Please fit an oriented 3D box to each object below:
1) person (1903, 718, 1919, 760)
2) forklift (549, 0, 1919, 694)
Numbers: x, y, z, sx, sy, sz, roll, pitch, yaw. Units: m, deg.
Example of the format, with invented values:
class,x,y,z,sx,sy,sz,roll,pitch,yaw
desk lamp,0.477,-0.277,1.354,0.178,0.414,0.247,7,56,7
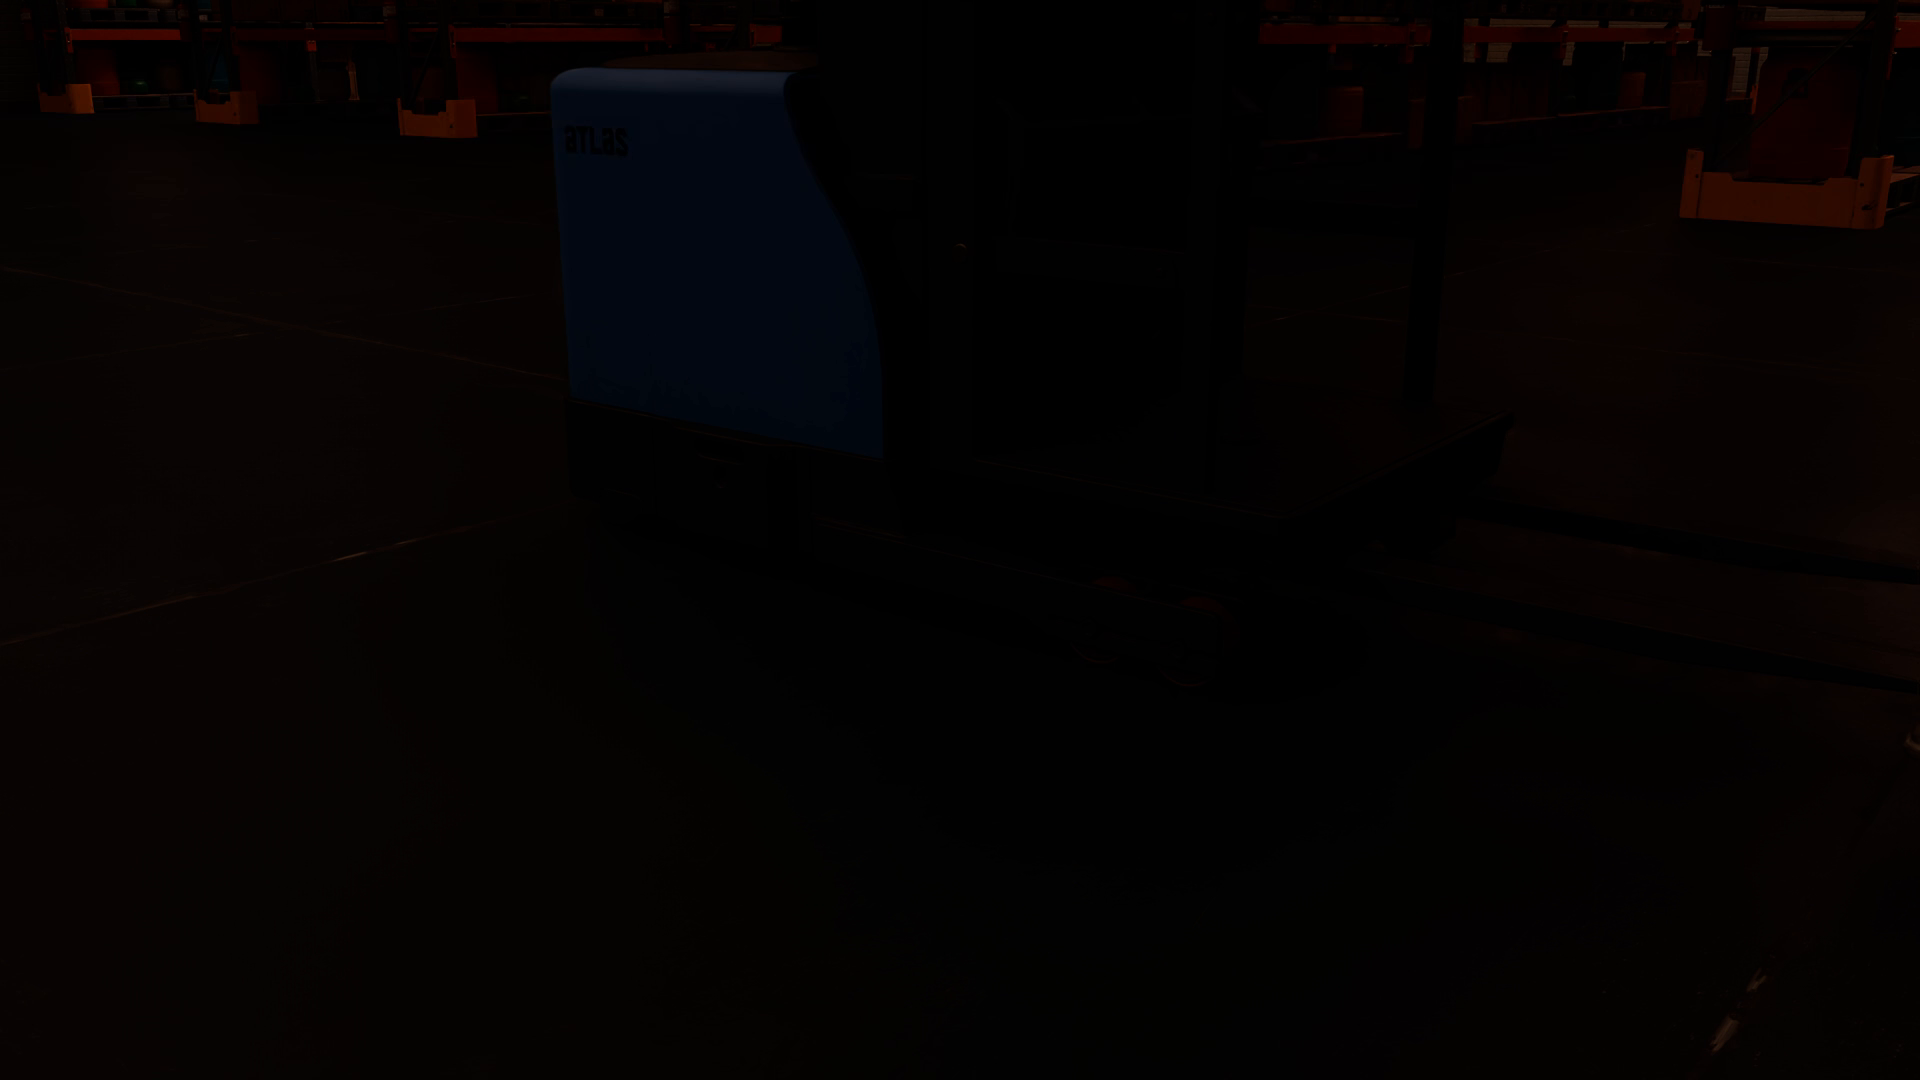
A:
class,x,y,z,sx,sy,sz,roll,pitch,yaw
person,1.795,-0.256,2.153,0.799,1.426,0.716,15,22,40
forklift,0.515,-1.305,3.196,3.031,2.935,1.130,13,21,36
